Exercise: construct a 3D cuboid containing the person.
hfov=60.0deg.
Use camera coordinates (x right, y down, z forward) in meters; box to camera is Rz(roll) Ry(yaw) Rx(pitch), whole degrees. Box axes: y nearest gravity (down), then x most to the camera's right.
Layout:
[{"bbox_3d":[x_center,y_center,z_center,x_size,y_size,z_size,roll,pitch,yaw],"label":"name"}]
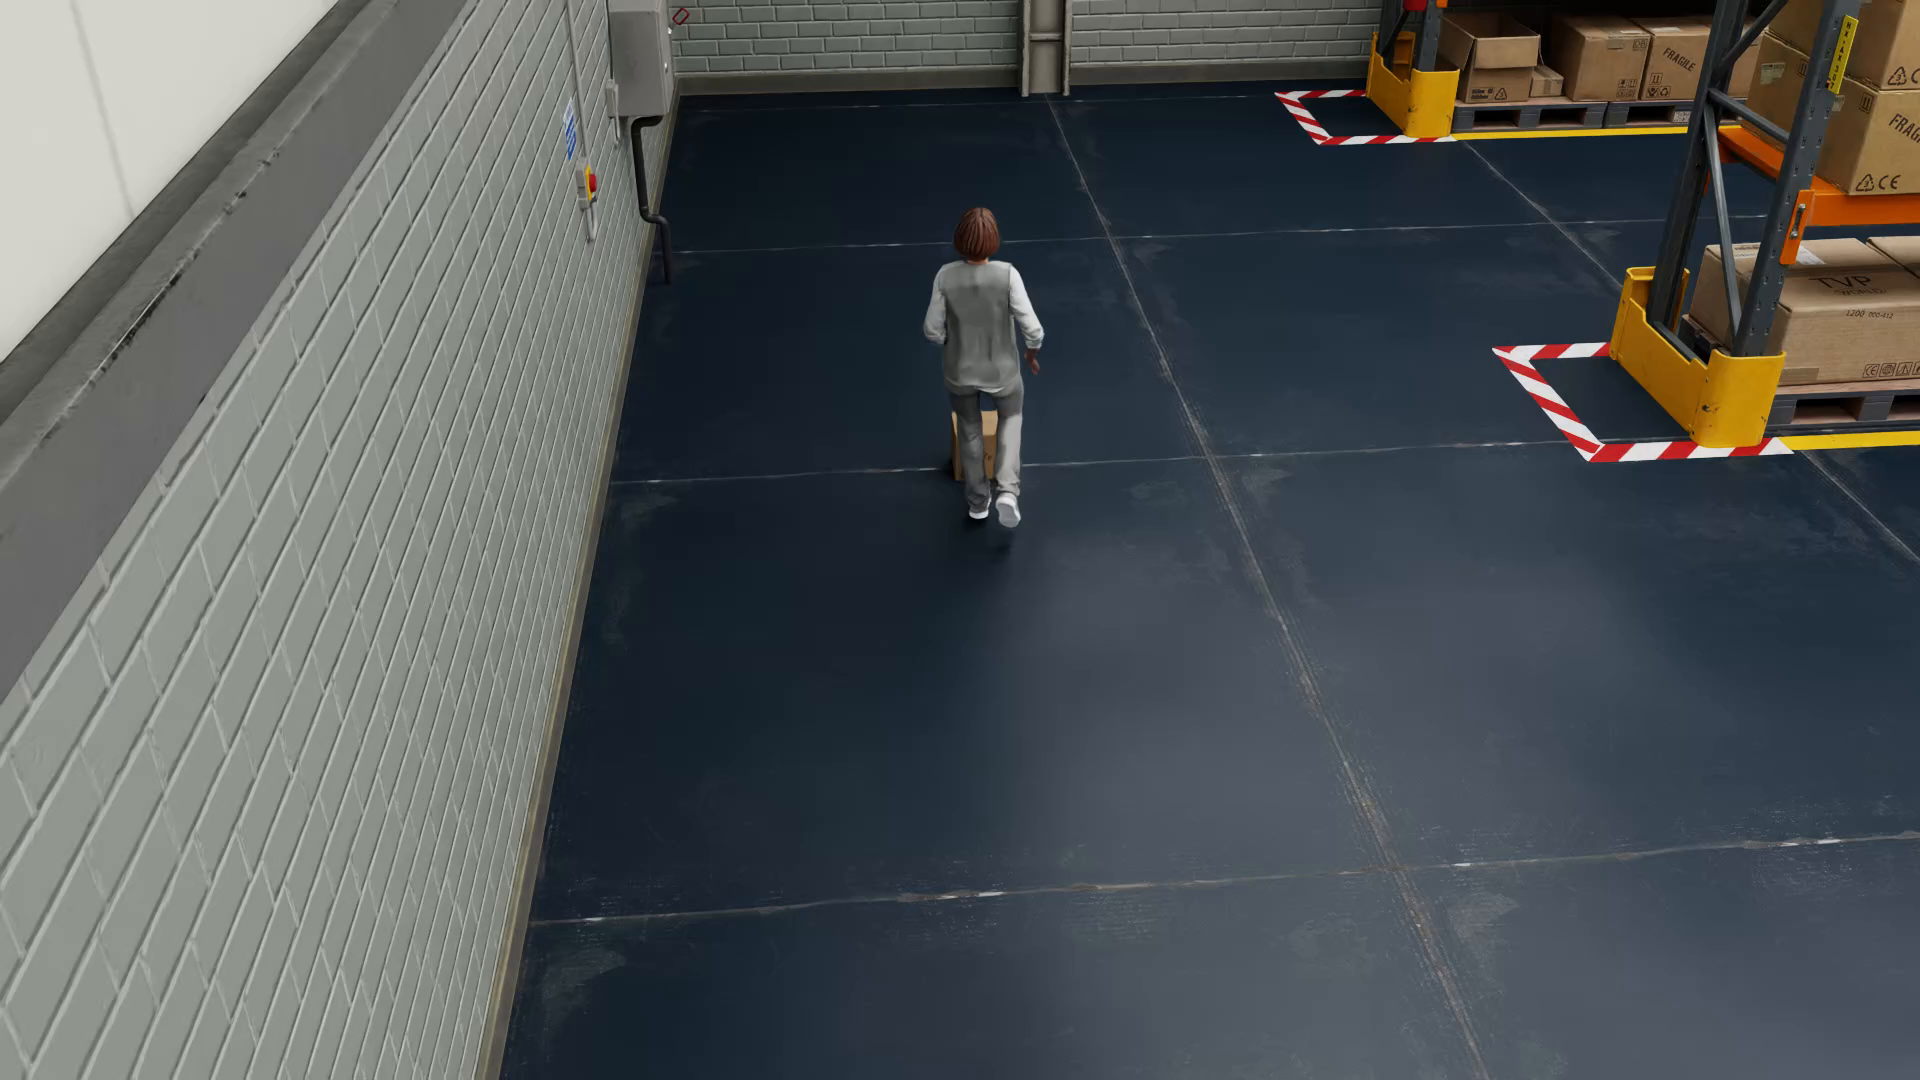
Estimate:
[{"bbox_3d":[0.107,-0.767,7.415,0.528,1.560,0.468,2,32,3],"label":"person"}]
